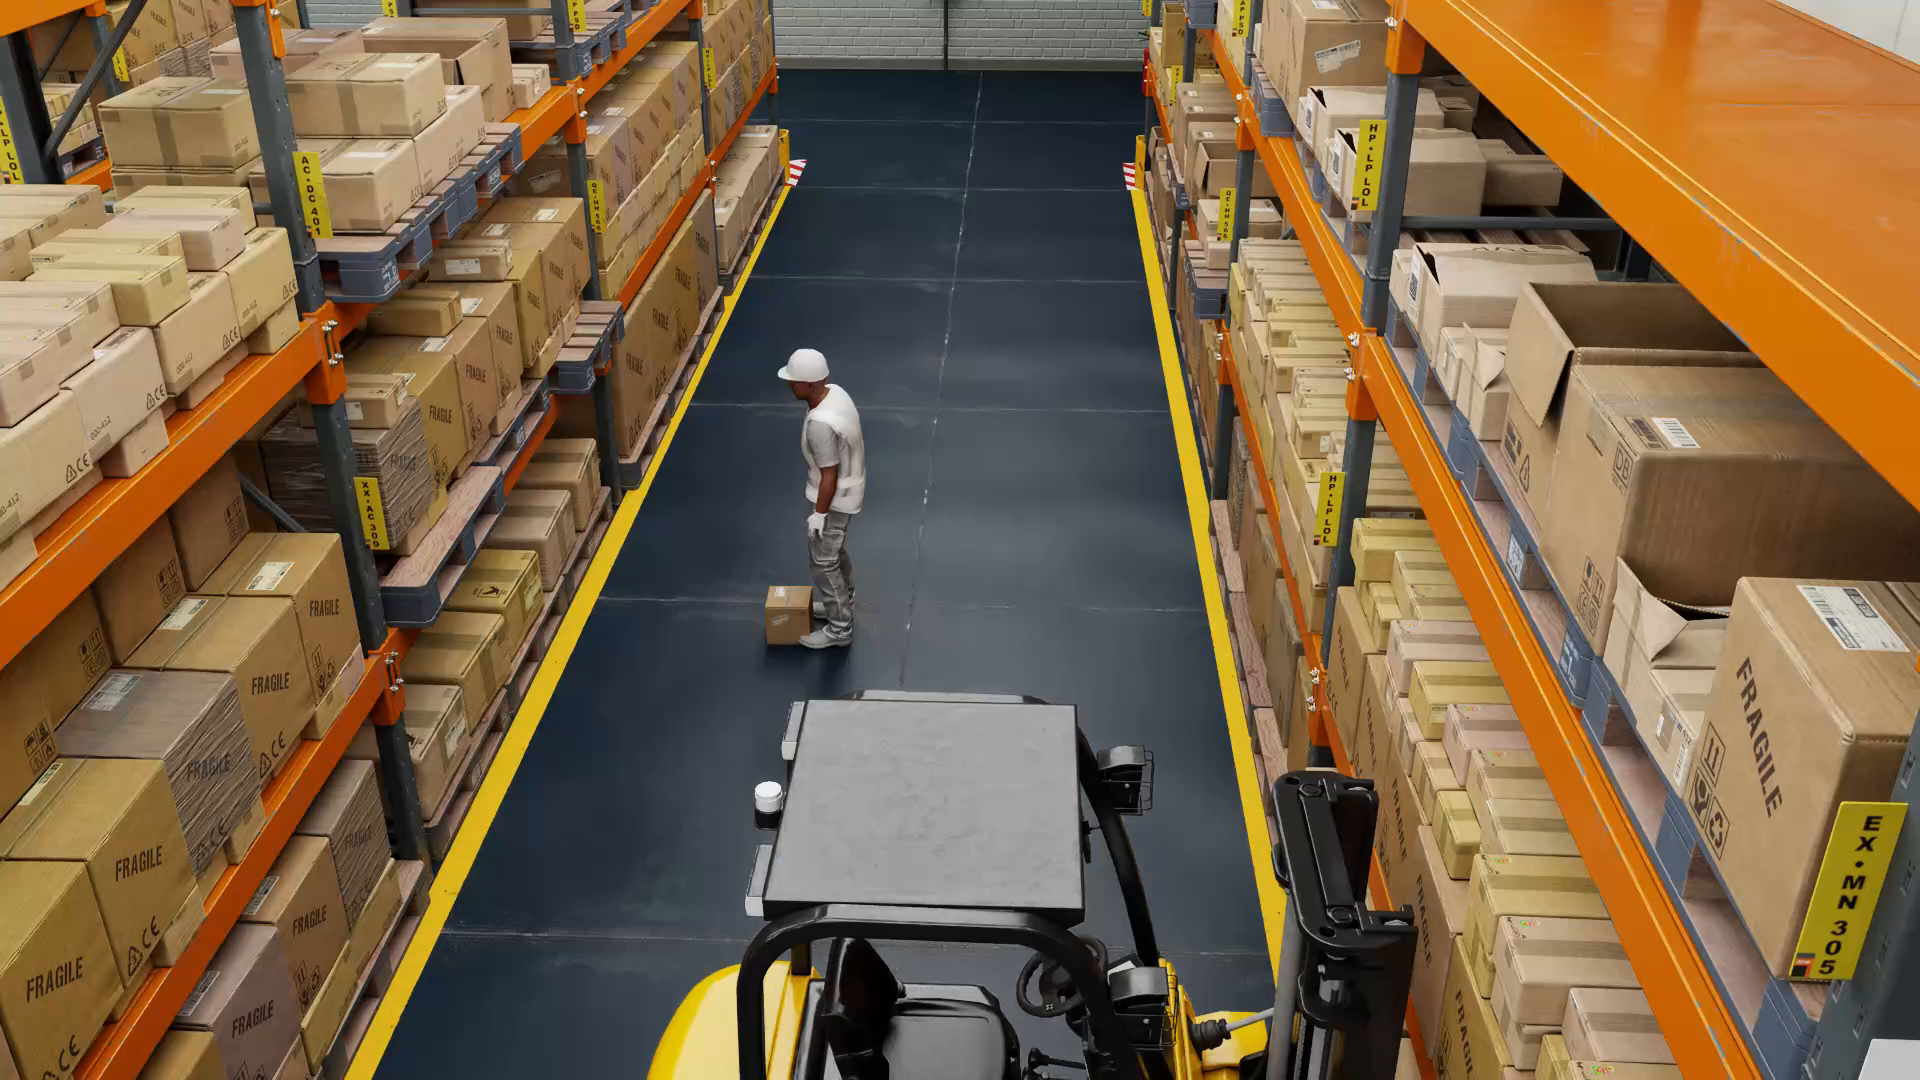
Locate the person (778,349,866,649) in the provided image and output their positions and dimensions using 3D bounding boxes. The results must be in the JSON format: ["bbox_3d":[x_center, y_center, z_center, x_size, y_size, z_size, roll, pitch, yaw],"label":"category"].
[{"bbox_3d":[-0.752,-0.243,9.308,0.451,1.773,0.615,1,28,2],"label":"person"}]
